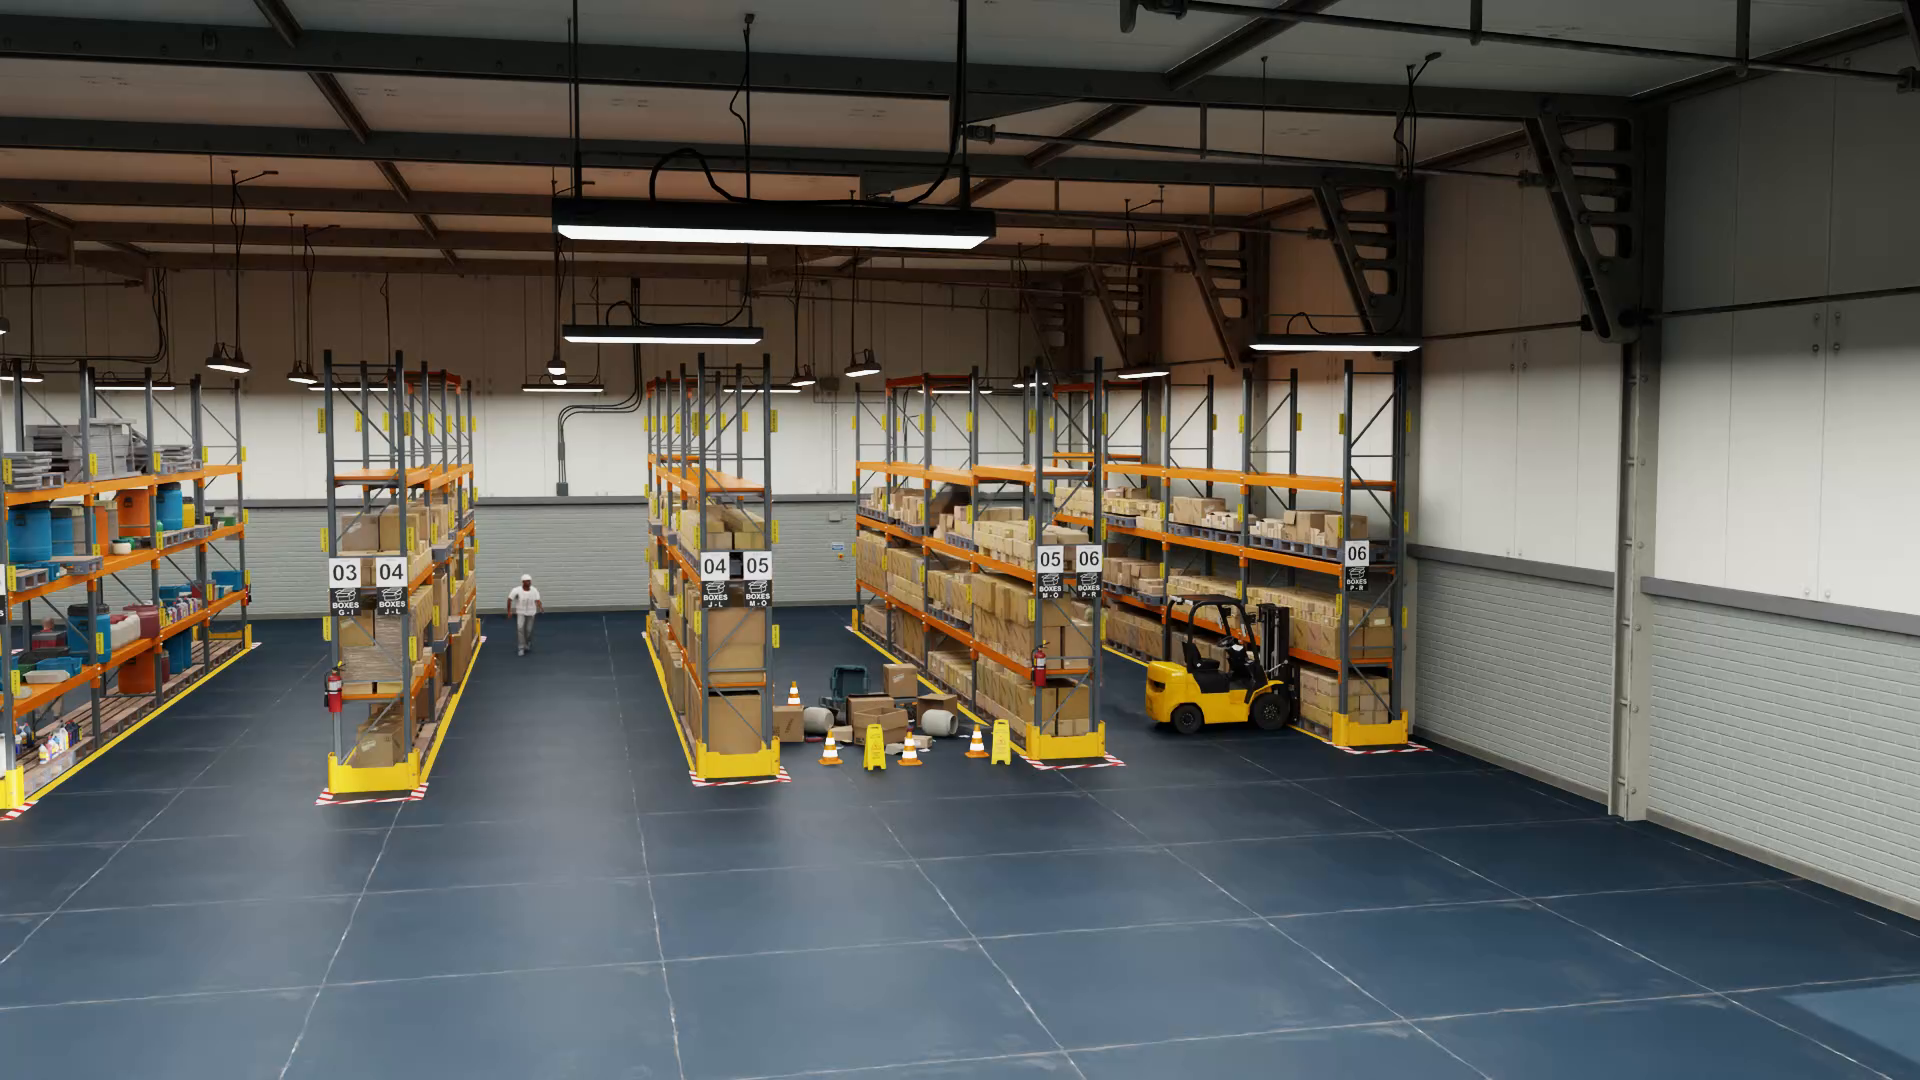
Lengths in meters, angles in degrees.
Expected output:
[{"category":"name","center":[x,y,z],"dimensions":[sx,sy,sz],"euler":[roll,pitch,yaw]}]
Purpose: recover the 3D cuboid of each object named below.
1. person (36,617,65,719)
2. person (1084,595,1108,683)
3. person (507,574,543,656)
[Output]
[{"category":"person","center":[-15.508,2.231,28.248],"dimensions":[0.634,1.675,0.392],"euler":[-3,5,-37]},{"category":"person","center":[2.434,1.800,30.243],"dimensions":[0.489,1.728,0.664],"euler":[-1,4,-18]},{"category":"person","center":[-9.509,1.621,36.387],"dimensions":[0.771,1.746,0.994],"euler":[-1,4,-14]}]
